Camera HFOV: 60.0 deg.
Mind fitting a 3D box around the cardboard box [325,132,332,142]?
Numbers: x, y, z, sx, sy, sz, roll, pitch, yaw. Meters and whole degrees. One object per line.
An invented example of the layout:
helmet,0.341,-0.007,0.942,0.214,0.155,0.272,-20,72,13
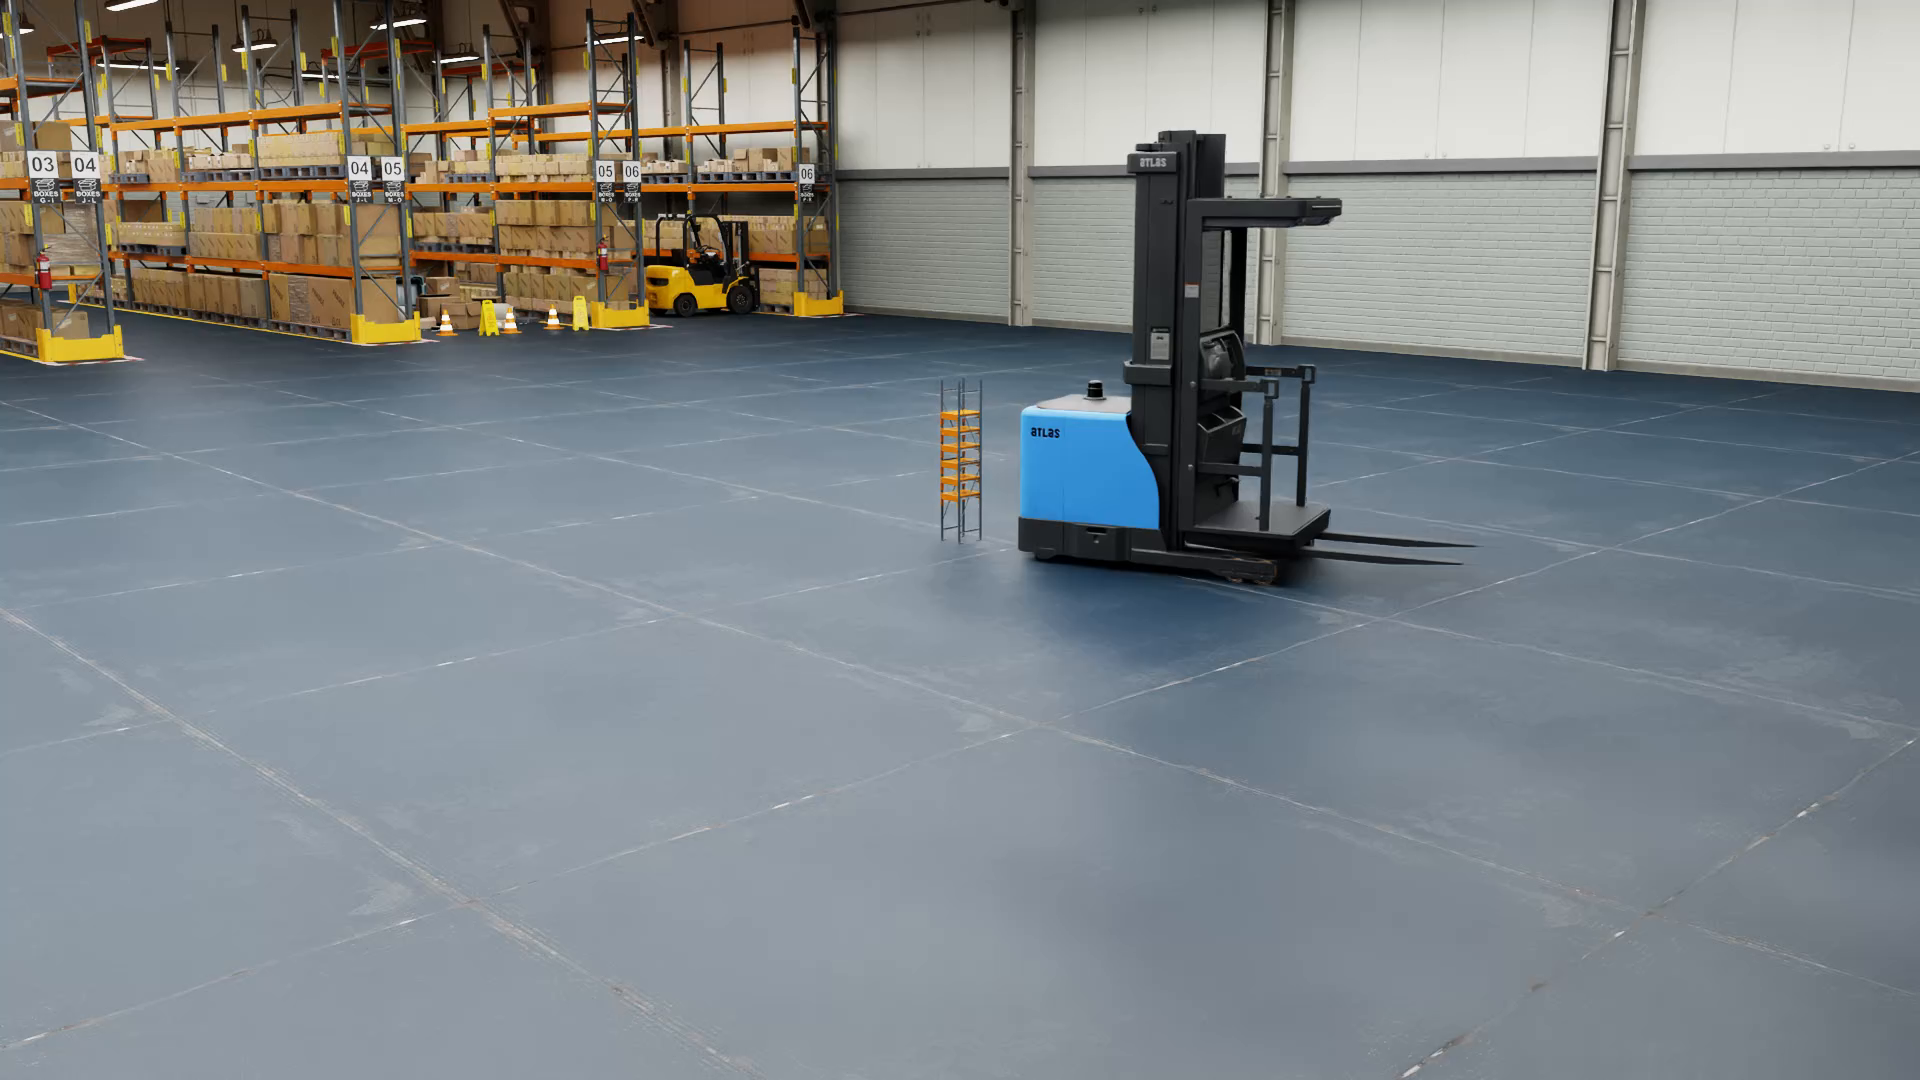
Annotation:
cardboard box,-10.849,-7.035,29.049,0.380,0.149,0.250,-11,16,-42

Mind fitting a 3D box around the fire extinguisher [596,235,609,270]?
fire extinguisher,-6.943,-5.591,32.307,0.296,0.674,0.183,-11,16,-43

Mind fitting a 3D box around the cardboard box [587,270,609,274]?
cardboard box,-9.074,-6.583,42.083,0.500,0.500,0.500,-10,15,-41

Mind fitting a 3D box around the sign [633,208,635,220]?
sign,-8.227,-8.214,41.980,0.100,0.325,0.005,-11,16,-43

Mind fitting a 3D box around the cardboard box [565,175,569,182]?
cardboard box,-7.619,-7.190,33.068,0.380,0.149,0.250,-11,16,-42

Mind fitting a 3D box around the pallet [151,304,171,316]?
pallet,-17.101,-5.099,36.639,1.003,0.211,1.213,-11,16,-43

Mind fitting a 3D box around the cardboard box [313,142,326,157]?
cardboard box,-11.084,-6.907,29.415,0.500,0.250,0.500,-11,16,-42

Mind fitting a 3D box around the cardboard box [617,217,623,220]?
cardboard box,-8.869,-7.921,42.137,0.500,0.500,0.500,-10,15,-40

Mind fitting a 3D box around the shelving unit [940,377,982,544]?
shelving unit,0.010,-0.586,12.280,0.258,1.200,0.189,-11,16,-43

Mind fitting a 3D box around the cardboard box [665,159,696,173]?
cardboard box,-6.540,-8.738,38.887,0.500,0.311,0.500,11,16,43

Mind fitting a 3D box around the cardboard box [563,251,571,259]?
cardboard box,-7.718,-5.707,33.300,0.380,0.149,0.250,-11,16,-42

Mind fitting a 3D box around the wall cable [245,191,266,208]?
wall cable,-20.631,-9.561,48.869,0.588,1.984,0.122,-11,16,-43

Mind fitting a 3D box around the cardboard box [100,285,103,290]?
cardboard box,-20.123,-6.000,39.388,0.380,0.149,0.250,-10,15,-40

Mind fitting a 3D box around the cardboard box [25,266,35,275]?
cardboard box,-14.585,-4.284,26.396,0.380,0.149,0.250,-11,16,-43

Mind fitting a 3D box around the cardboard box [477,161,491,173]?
cardboard box,-9.959,-7.960,35.511,0.500,0.250,0.500,-11,16,-44

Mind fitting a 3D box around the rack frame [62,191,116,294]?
rack frame,-21.249,-7.340,40.606,1.000,3.000,0.127,-11,16,-43

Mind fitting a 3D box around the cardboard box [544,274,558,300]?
cardboard box,-8.137,-5.167,33.972,0.500,0.500,0.500,11,16,44

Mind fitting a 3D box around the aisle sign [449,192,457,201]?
aisle sign,-14.410,-9.979,46.973,0.394,0.787,0.004,-11,16,-43

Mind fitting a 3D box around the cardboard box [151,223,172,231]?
cardboard box,-17.096,-6.704,35.626,0.380,0.149,0.250,-11,16,-43

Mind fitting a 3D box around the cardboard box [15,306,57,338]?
cardboard box,-15.485,-3.668,27.935,0.500,0.500,0.500,10,15,40

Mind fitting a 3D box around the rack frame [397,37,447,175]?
rack frame,-12.214,-9.816,37.753,1.000,3.000,0.127,-11,16,-43

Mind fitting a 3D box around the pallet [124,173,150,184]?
pallet,-17.419,-7.878,36.247,1.213,0.211,1.003,-11,16,-43

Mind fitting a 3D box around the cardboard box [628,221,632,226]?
cardboard box,-7.853,-7.707,40.531,0.380,0.149,0.250,-11,16,-42

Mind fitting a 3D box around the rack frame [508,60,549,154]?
rack frame,-11.389,-11.092,43.947,1.000,3.000,0.127,-11,16,-43

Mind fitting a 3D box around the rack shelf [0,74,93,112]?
rack shelf,-15.238,-7.205,26.873,1.077,0.370,4.000,-11,16,-43

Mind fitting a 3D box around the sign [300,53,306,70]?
sign,-12.543,-9.136,31.748,0.100,0.325,0.005,-11,16,-43

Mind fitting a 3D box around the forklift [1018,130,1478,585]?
forklift,1.967,-1.258,11.252,3.031,2.935,1.130,5,13,25

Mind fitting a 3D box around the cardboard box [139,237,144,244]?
cardboard box,-17.641,-6.528,36.244,0.380,0.149,0.250,-11,16,-44

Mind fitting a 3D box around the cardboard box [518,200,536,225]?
cardboard box,-8.640,-6.729,34.175,0.700,0.500,0.500,-11,16,-44

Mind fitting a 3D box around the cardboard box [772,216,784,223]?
cardboard box,-3.894,-7.003,36.378,0.380,0.149,0.250,-10,16,-41

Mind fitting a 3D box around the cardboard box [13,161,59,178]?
cardboard box,-14.373,-5.759,25.871,0.500,0.250,0.500,-10,16,-41

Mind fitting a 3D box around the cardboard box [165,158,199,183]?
cardboard box,-16.302,-7.739,34.859,0.500,0.500,0.500,-11,16,-43

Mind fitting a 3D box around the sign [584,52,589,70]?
sign,-7.104,-9.109,31.615,0.100,0.325,0.005,-11,16,-43

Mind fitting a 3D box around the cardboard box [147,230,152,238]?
cardboard box,-17.287,-6.598,35.846,0.380,0.149,0.250,-10,16,-41

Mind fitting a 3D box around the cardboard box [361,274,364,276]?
cardboard box,-14.490,-6.547,40.979,0.875,0.875,0.875,-10,15,-41

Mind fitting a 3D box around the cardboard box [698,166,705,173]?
cardboard box,-5.774,-8.479,38.032,0.380,0.149,0.250,-10,16,-41

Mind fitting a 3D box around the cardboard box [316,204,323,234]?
cardboard box,-11.163,-5.835,30.253,0.875,0.550,0.550,-11,16,-43

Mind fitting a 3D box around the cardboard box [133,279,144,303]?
cardboard box,-18.168,-5.593,37.280,0.500,0.500,0.500,-10,15,-40

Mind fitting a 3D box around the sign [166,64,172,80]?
sign,-16.110,-9.530,33.858,0.100,0.325,0.005,-11,16,-43

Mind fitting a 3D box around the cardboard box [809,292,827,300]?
cardboard box,-3.299,-5.360,36.767,0.500,0.250,0.500,-11,16,-42

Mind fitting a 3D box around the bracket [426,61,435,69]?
bracket,-15.331,-13.847,48.403,0.235,0.232,0.430,-11,16,-43

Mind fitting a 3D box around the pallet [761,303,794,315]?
pallet,-3.660,-5.142,36.847,1.003,0.211,1.213,-11,16,-43

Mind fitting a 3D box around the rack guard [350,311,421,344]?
rack guard,-10.183,-3.777,29.507,1.175,0.500,0.348,-11,16,-43

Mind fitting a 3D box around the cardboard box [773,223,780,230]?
cardboard box,-3.876,-6.860,36.419,0.380,0.149,0.250,-11,16,-42

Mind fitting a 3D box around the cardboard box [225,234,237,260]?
cardboard box,-14.213,-5.824,33.000,0.500,0.500,0.500,-11,16,-42

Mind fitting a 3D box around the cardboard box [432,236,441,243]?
cardboard box,-11.622,-6.751,37.329,0.380,0.149,0.250,-11,16,-42

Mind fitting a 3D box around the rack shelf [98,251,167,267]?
rack shelf,-19.867,-6.696,39.262,1.077,0.370,4.000,-11,16,-43

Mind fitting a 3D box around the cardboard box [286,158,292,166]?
cardboard box,-12.075,-6.904,30.387,0.380,0.149,0.250,-11,16,-43

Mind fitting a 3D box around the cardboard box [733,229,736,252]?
cardboard box,-5.024,-6.786,37.669,0.500,0.500,0.500,-11,16,-43

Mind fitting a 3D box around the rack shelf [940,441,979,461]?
rack shelf,0.010,-0.660,12.265,0.258,0.103,0.180,-11,16,-43

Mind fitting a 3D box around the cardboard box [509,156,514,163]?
cardboard box,-9.093,-7.865,34.366,0.250,0.149,0.380,11,16,43

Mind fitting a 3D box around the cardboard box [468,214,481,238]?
cardboard box,-10.280,-6.802,35.965,0.500,0.500,0.500,-11,16,-42

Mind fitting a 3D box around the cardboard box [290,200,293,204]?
cardboard box,-16.950,-8.662,42.687,0.380,0.149,0.250,-11,16,-42
